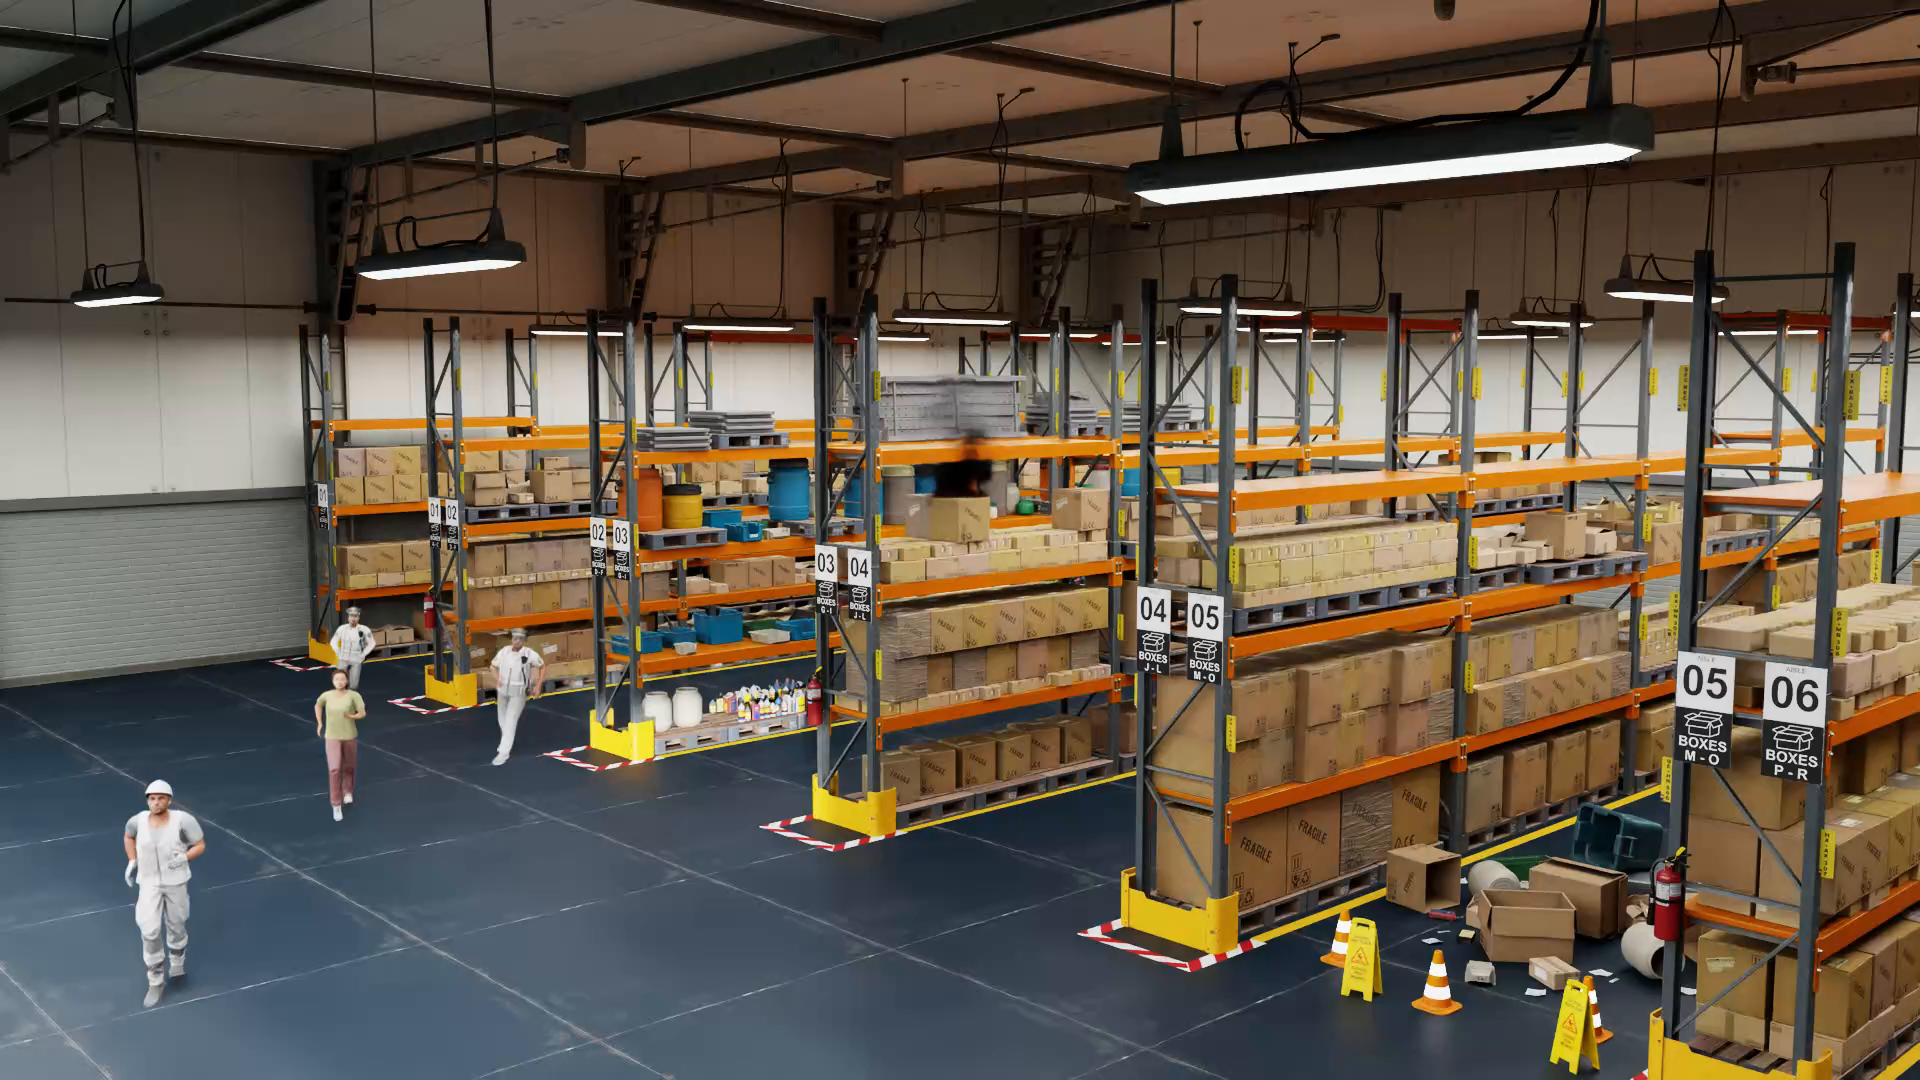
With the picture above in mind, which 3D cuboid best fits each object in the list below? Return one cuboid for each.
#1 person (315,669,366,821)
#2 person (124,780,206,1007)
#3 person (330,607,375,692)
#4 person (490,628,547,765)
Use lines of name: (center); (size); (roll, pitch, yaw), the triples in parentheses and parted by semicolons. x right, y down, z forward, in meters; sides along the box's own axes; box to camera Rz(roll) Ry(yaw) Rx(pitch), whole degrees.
person: (-7.249, 2.354, 19.504); (0.552, 1.715, 0.830); (-2, 6, -23)
person: (-6.601, 2.893, 13.822); (0.639, 1.845, 0.783); (-2, 6, -20)
person: (-9.180, 1.823, 25.125); (0.640, 1.648, 0.567); (-1, 6, -11)
person: (-5.934, 2.042, 22.213); (0.733, 1.773, 0.896); (1, 6, 6)
